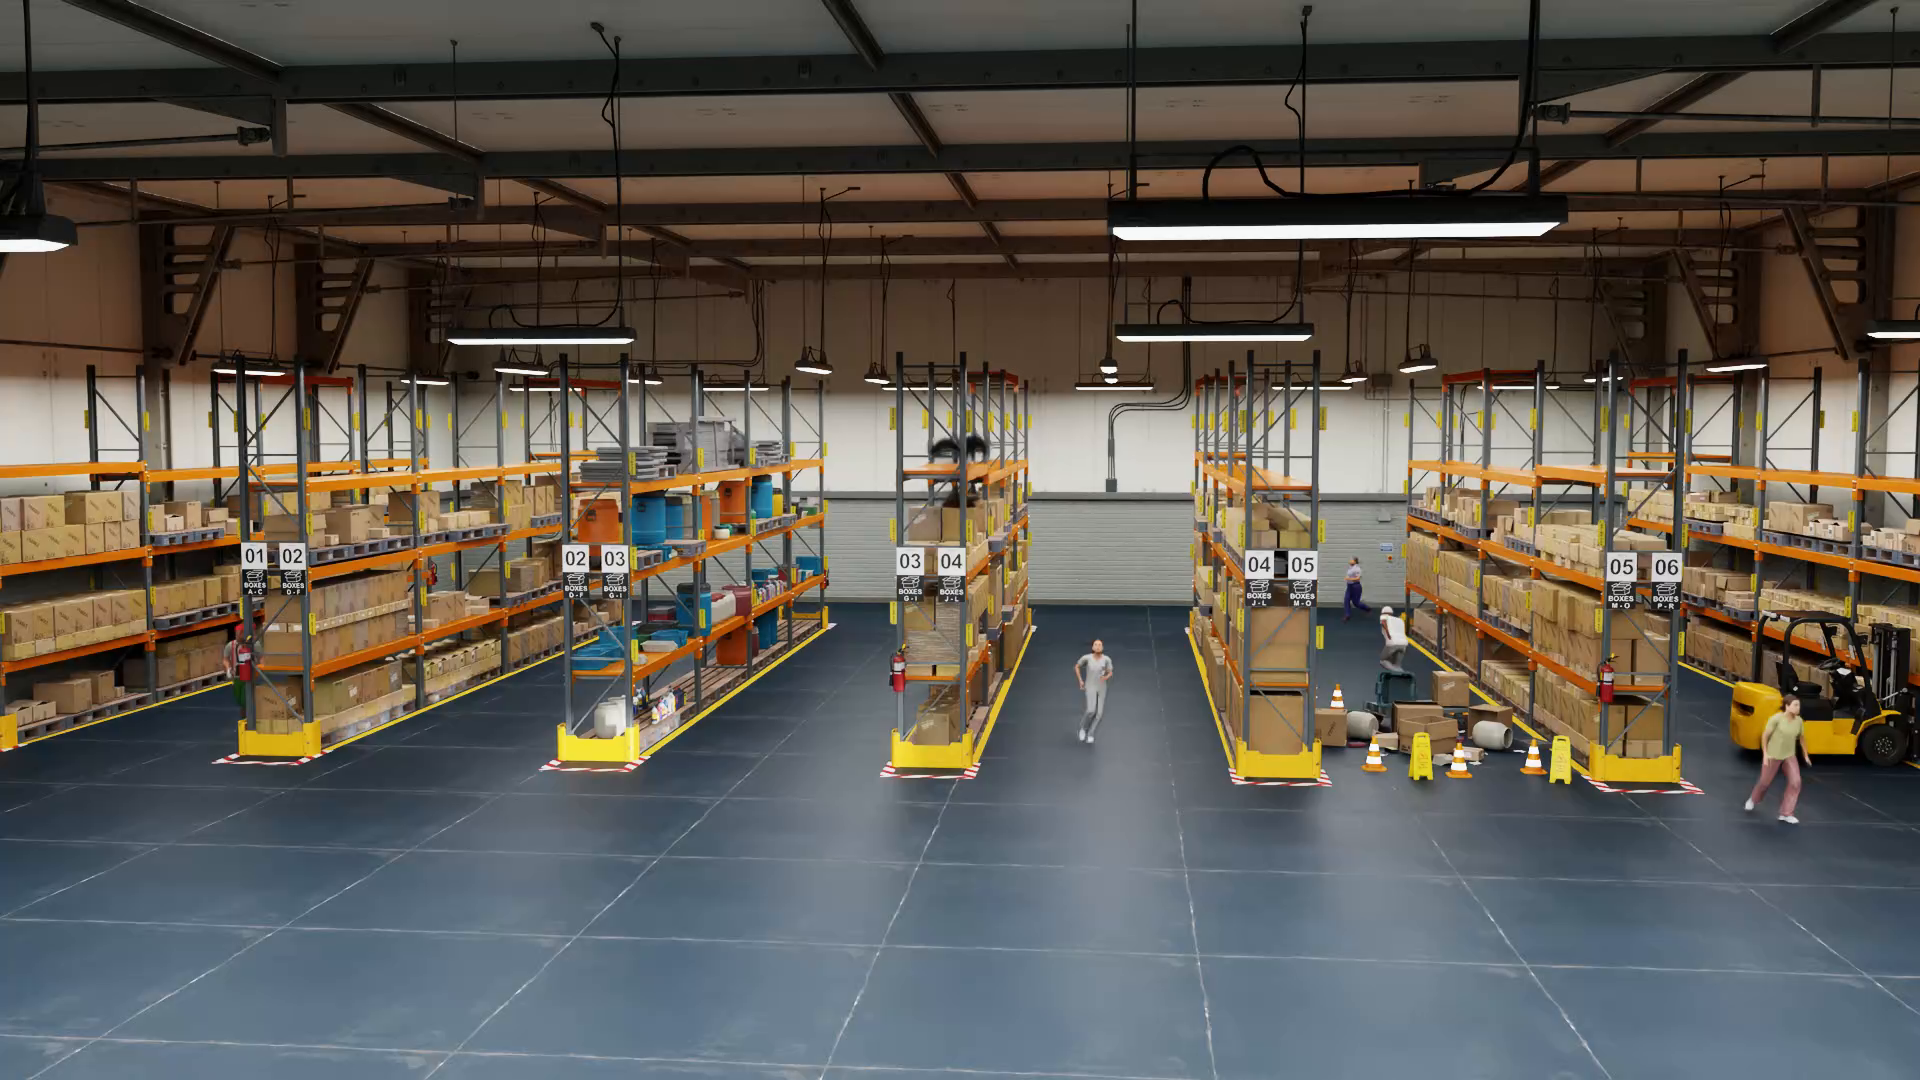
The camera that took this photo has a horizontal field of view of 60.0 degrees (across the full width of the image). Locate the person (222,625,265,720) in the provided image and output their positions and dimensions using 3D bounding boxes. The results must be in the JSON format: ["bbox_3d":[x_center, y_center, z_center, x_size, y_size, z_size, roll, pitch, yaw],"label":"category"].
[{"bbox_3d":[-11.616,2.216,27.065,0.659,1.739,0.818,0,4,-3],"label":"person"}]

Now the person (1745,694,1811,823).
[{"bbox_3d":[10.352,2.715,21.015,0.628,1.603,0.830,0,4,-5],"label":"person"}]

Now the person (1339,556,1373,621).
[{"bbox_3d":[9.922,1.217,41.688,0.848,1.625,0.617,-1,4,-10],"label":"person"}]

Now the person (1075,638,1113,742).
[{"bbox_3d":[2.111,2.346,25.884,0.552,1.636,0.561,-1,4,-11],"label":"person"}]

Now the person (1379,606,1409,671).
[{"bbox_3d":[8.178,2.020,31.421,0.685,1.469,0.989,-1,4,-18],"label":"person"}]
